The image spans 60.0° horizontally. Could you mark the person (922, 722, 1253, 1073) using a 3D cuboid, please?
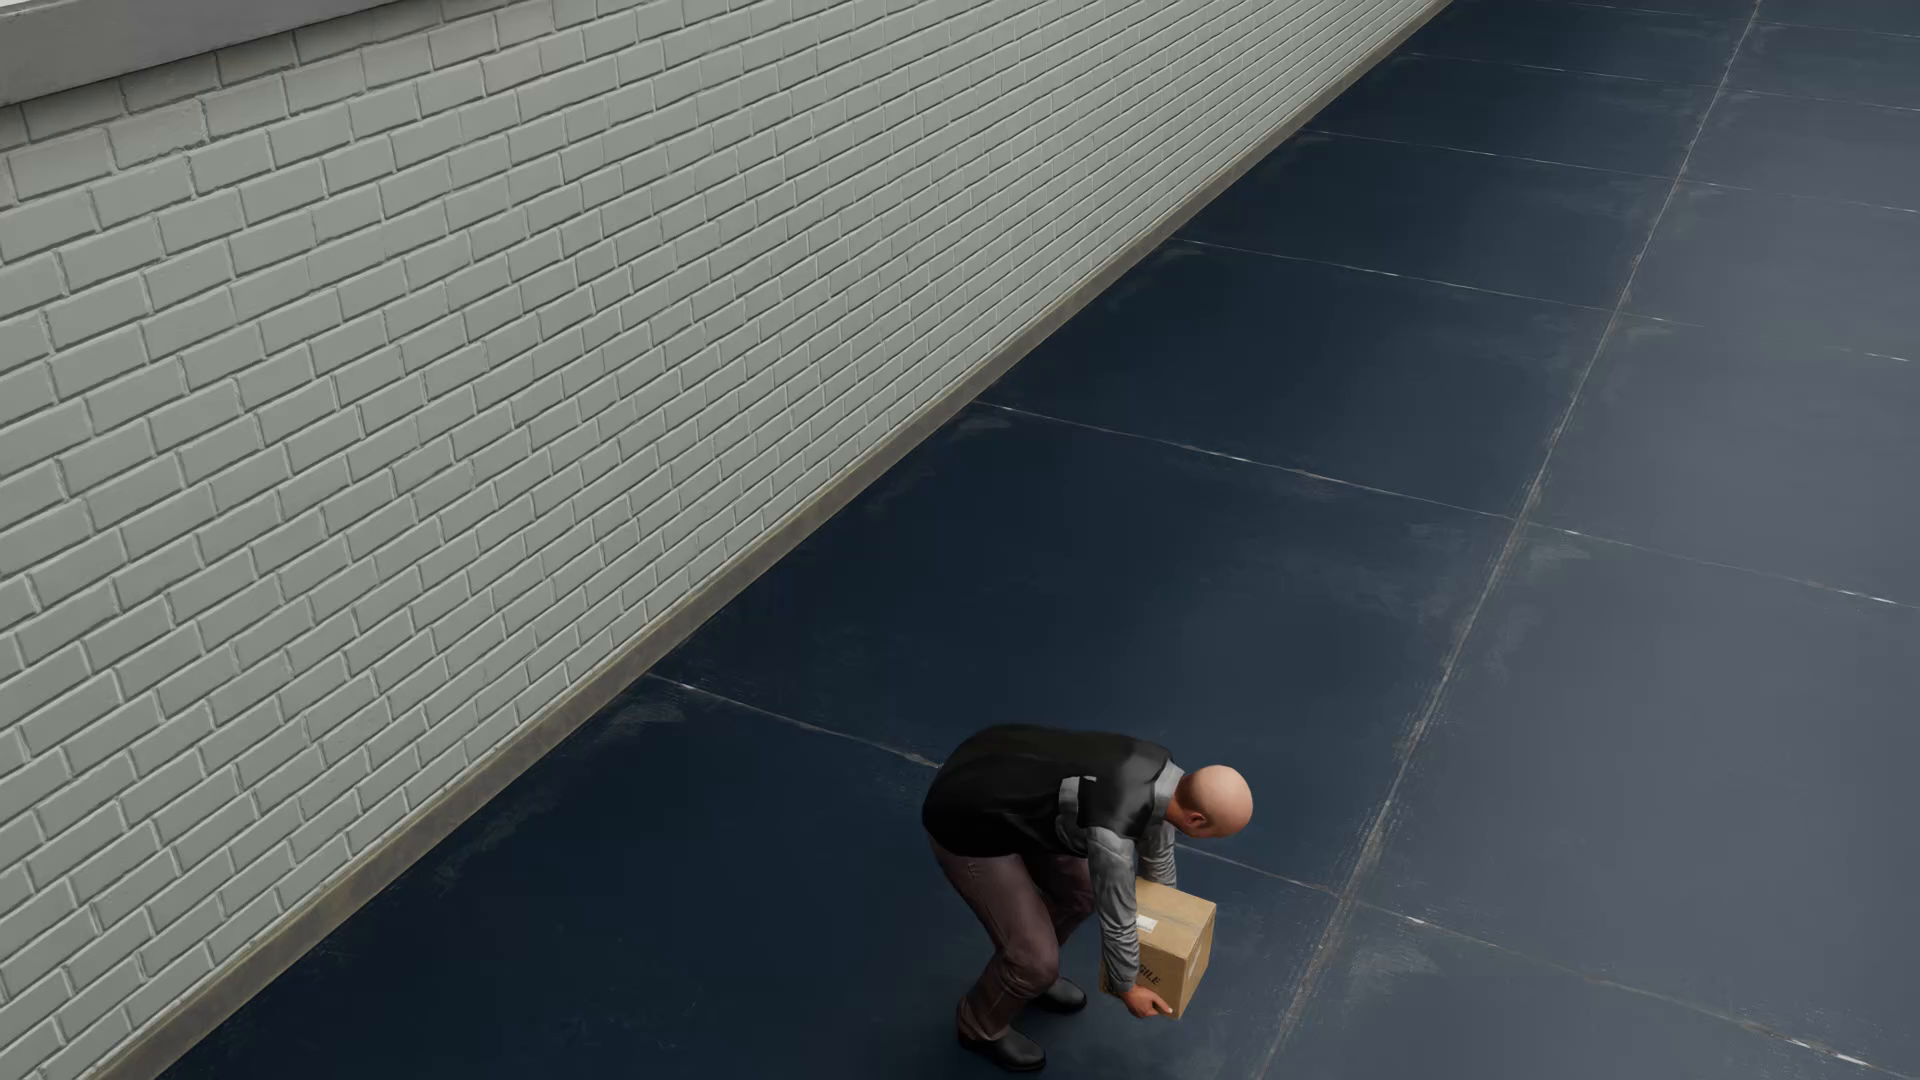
[{"bbox_3d":[0.358,1.056,4.880,0.936,1.159,0.484,13,32,21],"label":"person"}]
